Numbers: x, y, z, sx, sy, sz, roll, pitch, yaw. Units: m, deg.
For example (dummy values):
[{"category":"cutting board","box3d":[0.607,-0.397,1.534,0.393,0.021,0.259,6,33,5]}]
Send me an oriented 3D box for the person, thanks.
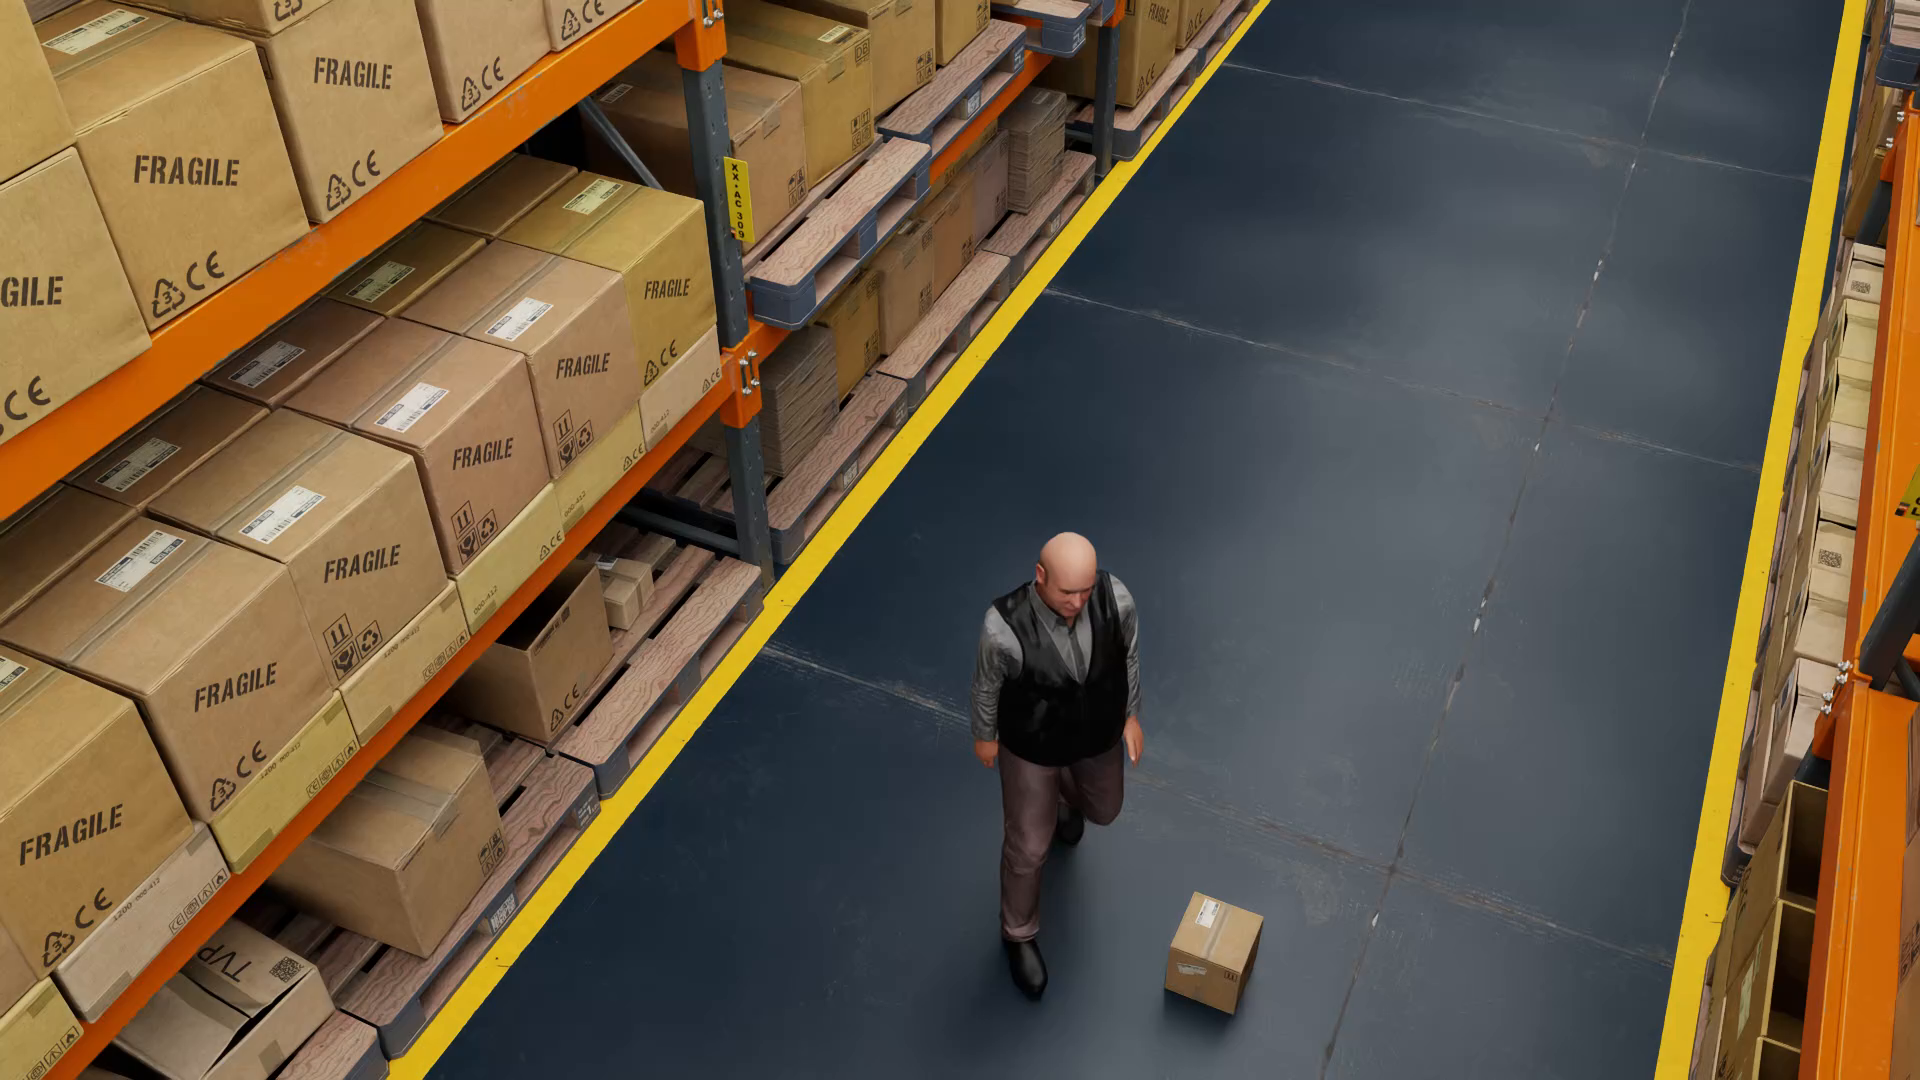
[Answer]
[{"category":"person","box3d":[0.349,0.643,5.529,0.582,1.599,0.668,-14,44,-15]}]
